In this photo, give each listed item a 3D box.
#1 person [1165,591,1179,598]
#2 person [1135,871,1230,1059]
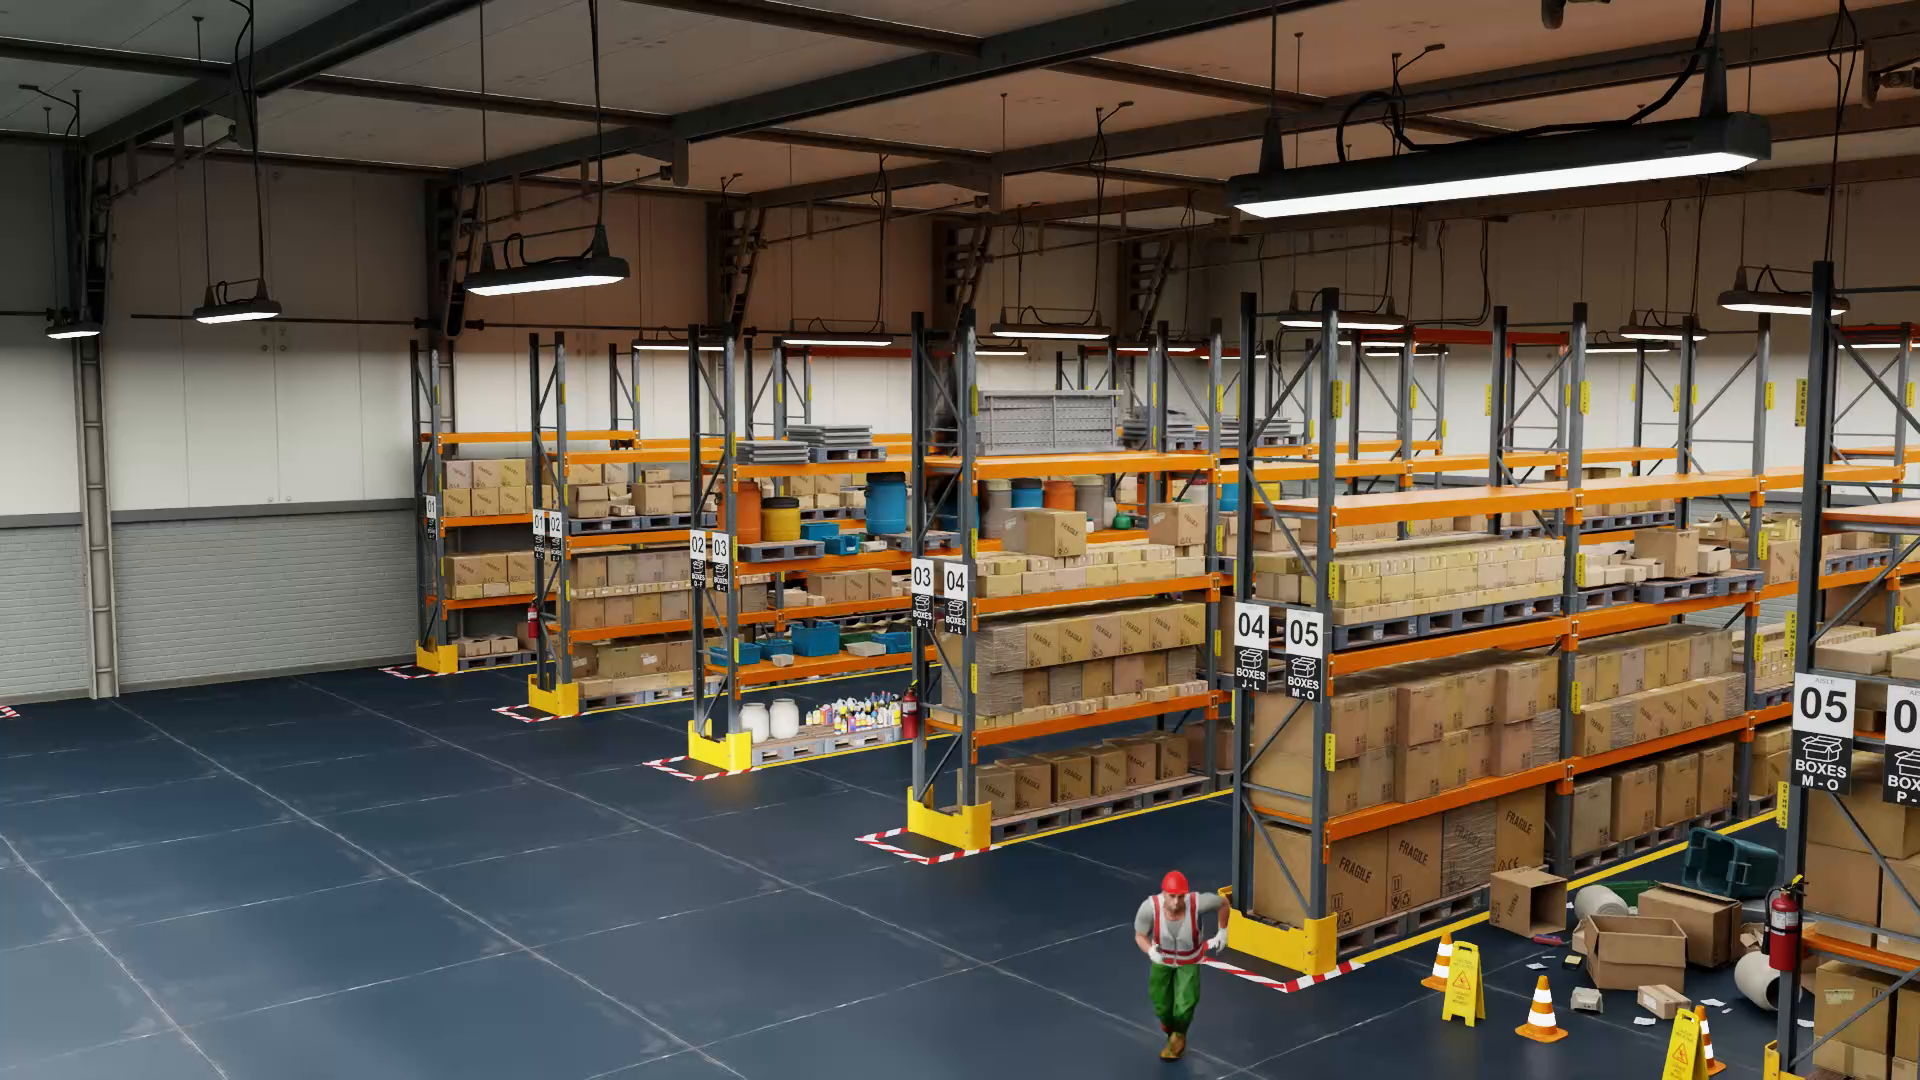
[{"bbox_3d":[3.849,1.335,32.034,1.003,1.757,0.694,-5,7,-43],"label":"person"},{"bbox_3d":[1.663,3.206,12.470,0.701,1.609,0.895,1,5,10],"label":"person"}]
